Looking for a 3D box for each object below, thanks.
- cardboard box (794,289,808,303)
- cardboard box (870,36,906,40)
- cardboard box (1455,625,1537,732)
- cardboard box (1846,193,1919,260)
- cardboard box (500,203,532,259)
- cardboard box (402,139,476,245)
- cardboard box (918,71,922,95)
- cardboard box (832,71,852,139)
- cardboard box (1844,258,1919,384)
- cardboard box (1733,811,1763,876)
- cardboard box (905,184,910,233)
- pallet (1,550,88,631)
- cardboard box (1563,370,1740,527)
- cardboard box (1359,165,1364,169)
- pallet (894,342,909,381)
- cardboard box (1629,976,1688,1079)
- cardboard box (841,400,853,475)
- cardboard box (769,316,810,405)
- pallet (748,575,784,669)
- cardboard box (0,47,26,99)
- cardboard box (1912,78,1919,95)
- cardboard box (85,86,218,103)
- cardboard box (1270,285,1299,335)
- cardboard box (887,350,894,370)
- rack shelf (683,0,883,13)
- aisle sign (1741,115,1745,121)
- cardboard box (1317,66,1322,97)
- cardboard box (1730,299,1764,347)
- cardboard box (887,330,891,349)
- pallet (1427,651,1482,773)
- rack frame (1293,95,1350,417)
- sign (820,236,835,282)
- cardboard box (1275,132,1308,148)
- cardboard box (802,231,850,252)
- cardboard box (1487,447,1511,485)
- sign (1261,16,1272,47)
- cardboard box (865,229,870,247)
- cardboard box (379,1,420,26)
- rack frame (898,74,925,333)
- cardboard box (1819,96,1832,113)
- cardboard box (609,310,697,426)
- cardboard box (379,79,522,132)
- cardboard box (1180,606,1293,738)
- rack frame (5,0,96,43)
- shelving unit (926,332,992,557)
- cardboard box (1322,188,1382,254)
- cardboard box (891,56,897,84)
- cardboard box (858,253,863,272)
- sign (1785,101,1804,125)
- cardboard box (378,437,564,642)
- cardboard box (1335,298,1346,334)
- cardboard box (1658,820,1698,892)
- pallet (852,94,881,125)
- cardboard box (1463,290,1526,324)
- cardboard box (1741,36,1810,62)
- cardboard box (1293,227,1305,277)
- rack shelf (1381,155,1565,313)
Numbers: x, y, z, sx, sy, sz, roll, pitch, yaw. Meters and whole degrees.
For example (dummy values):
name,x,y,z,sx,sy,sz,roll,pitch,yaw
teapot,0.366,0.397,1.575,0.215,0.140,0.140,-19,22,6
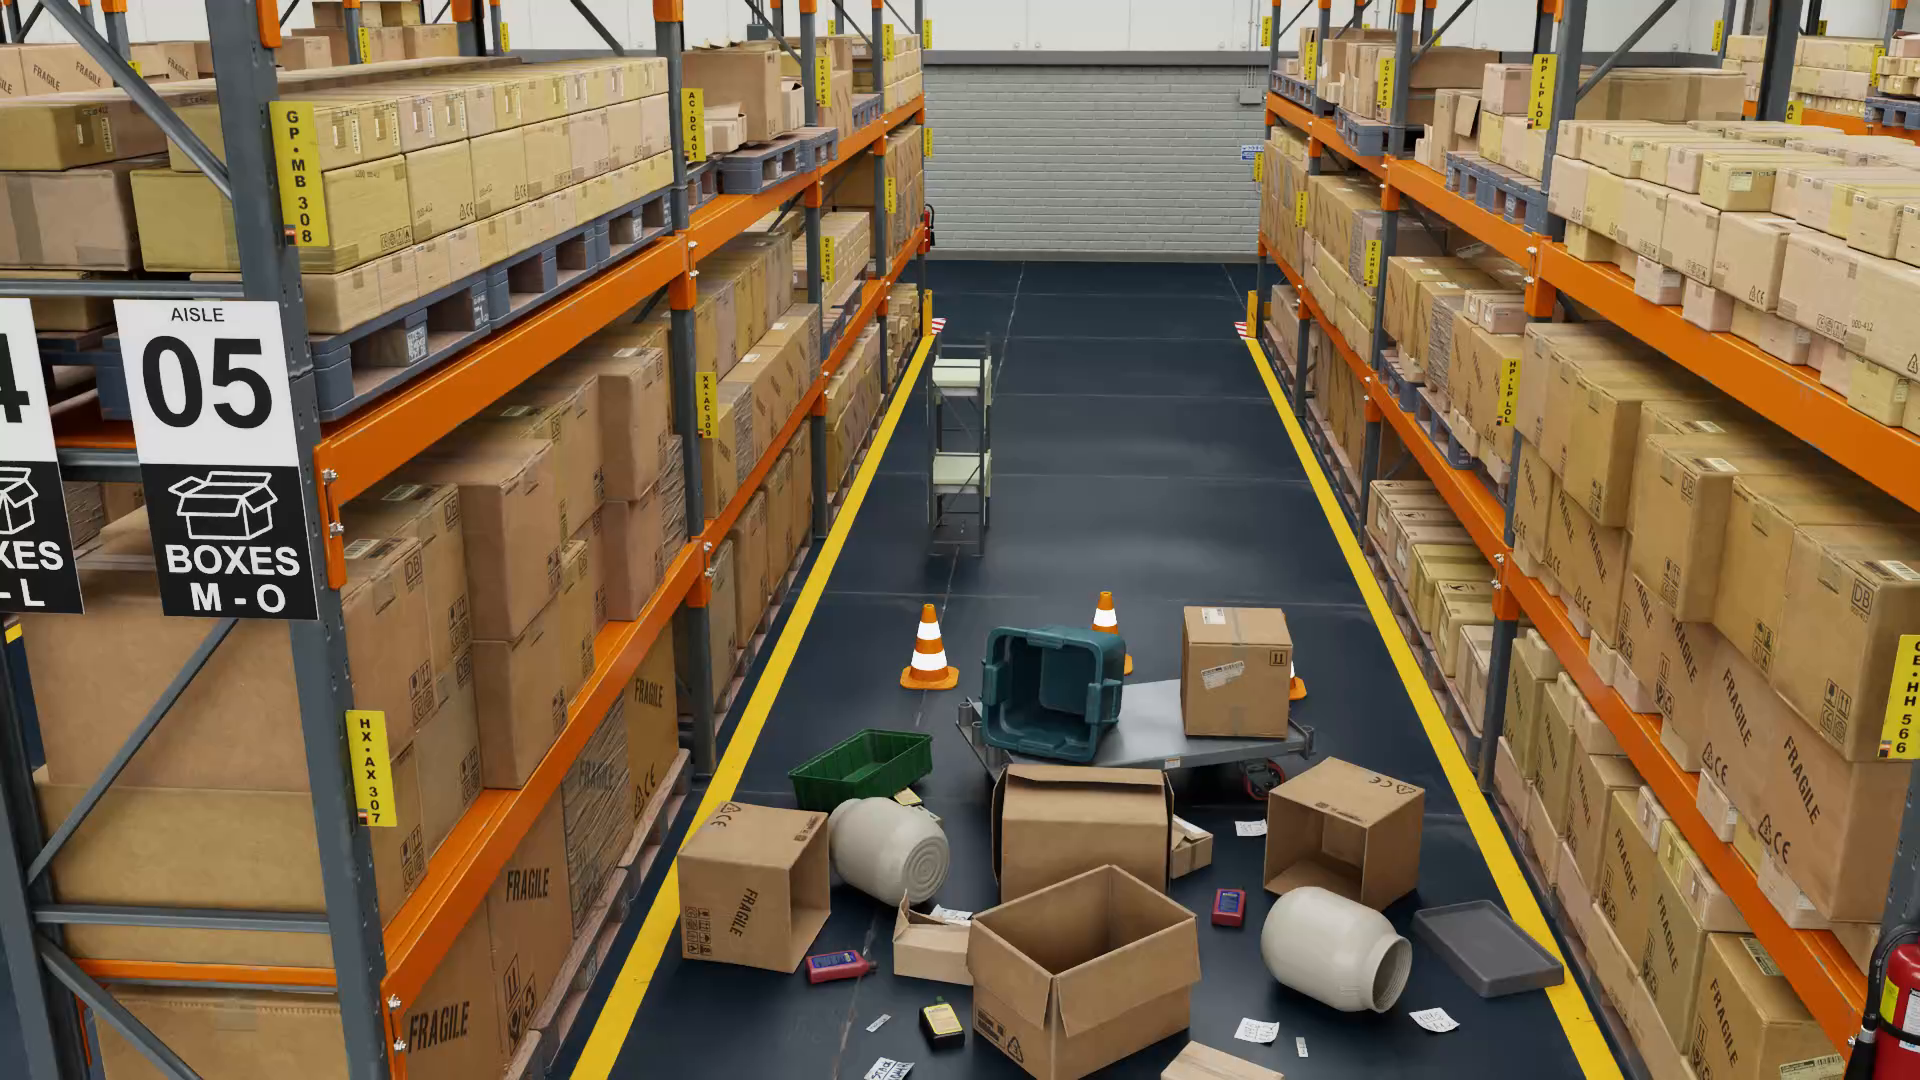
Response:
name,x,y,z,sx,sy,sz,roll,pitch,yaw
cardboard box,-1.261,-1.827,12.431,0.380,0.149,0.250,2,18,6
cardboard box,-0.776,-5.299,17.759,0.380,0.149,0.250,1,18,3
cardboard box,3.197,0.748,8.868,0.950,0.372,0.625,2,18,5
cardboard box,2.661,-0.851,4.509,0.380,0.149,0.250,1,18,3
cardboard box,-1.635,-1.019,5.467,0.380,0.149,0.250,1,18,4
cardboard box,-1.744,-1.019,4.827,0.500,0.250,0.500,1,18,3
cardboard box,-0.691,-5.151,18.750,0.500,0.250,0.500,1,18,3
cardboard box,-1.130,-3.415,13.049,0.500,0.500,0.500,1,18,4
cardboard box,2.643,-0.556,4.249,0.500,0.250,0.500,1,18,3
cardboard box,2.635,0.942,5.133,0.380,0.149,0.250,1,18,3
cardboard box,-0.813,-3.515,17.696,0.500,0.500,0.500,2,18,7
pallet,-6.584,0.344,11.034,1.003,0.211,1.213,1,18,4
cardboard box,2.792,-0.357,6.450,0.700,0.500,0.500,1,18,3
cardboard box,4.019,-3.626,15.863,0.380,0.149,0.250,2,18,5
pallet,-1.112,-1.966,18.084,1.003,0.211,1.213,1,18,4
cardboard box,2.709,1.794,5.873,0.500,0.250,0.500,1,18,4
cardboard box,-1.159,-0.841,13.513,0.500,0.500,0.500,1,18,5
cardboard box,-1.298,-1.206,11.126,0.500,0.500,0.500,1,18,4
pallet,-1.718,0.487,10.598,1.003,0.211,1.213,1,18,4
cardboard box,-6.298,-2.845,10.509,0.500,0.500,0.500,2,18,5
cardboard box,8.295,-3.822,14.020,0.380,0.149,0.250,1,18,4
cardboard box,-2.329,-1.257,4.911,0.380,0.149,0.250,2,18,5
cardboard box,4.074,-2.640,19.102,0.875,0.438,0.875,1,18,2
cardboard box,-0.864,-1.793,16.505,0.380,0.149,0.250,2,18,6
rack shelf,-1.353,-4.400,13.196,1.077,0.370,4.000,1,18,4
aisle sign,8.685,-5.018,18.746,0.394,0.787,0.004,1,18,4
cardboard box,3.350,-4.036,14.648,0.396,0.266,0.258,1,18,3
cardboard box,2.741,-0.716,5.377,0.380,0.149,0.250,1,18,2
cardboard box,-0.899,-2.016,16.706,0.380,0.149,0.250,2,18,7
pallet,3.216,0.945,9.199,1.003,0.211,1.213,1,18,4
rack frame,3.735,-2.623,15.610,1.000,3.000,0.127,1,18,4
sign,-0.942,-1.998,11.845,0.100,0.325,0.005,1,18,4
cardboard box,3.639,-4.348,18.069,0.380,0.149,0.250,1,18,2
cardboard box,-1.138,-2.531,14.103,0.380,0.149,0.250,0,18,1
cardboard box,2.923,-0.384,8.507,0.380,0.149,0.250,2,18,5
sign,3.469,-5.758,18.829,0.100,0.325,0.005,1,18,4
cardboard box,-1.041,-2.795,15.388,0.380,0.149,0.250,2,18,6
cardboard box,-6.018,-5.535,17.482,0.500,0.250,0.500,1,18,2
rack frame,-0.923,-3.944,19.642,1.000,3.000,0.127,1,18,4
cardboard box,8.488,-4.173,15.926,0.380,0.149,0.250,1,18,4
cardboard box,-1.753,-0.894,8.568,0.700,0.500,0.500,1,18,3
cardboard box,-1.636,-1.398,5.343,0.380,0.149,0.250,1,18,3
cardboard box,1.384,0.660,8.391,0.500,0.500,0.500,1,18,4
rack frame,-10.803,-7.048,19.479,1.000,3.000,0.127,1,18,4
shelving unit,0.000,-0.711,12.183,0.431,1.500,0.755,1,18,4
cardboard box,3.369,-2.701,14.082,0.500,0.500,0.500,1,18,3
cardboard box,-0.895,-4.592,16.241,0.500,0.250,0.500,1,18,4
cardboard box,-1.078,-2.496,14.953,0.380,0.149,0.250,1,18,4
sign,3.703,-1.799,7.450,0.100,0.325,0.005,1,18,4
cardboard box,-1.881,-0.017,5.684,0.875,0.550,0.550,1,18,4
cardboard box,3.299,-1.787,13.300,0.500,0.250,0.500,1,18,3
cardboard box,2.653,1.099,5.748,0.380,0.149,0.250,2,18,5
pallet,-1.360,-3.849,14.835,1.213,0.211,1.003,1,18,4
cardboard box,3.002,-1.283,9.167,0.380,0.149,0.250,1,18,2
cardboard box,8.635,-5.199,17.614,0.500,0.250,0.500,1,18,4
cardboard box,3.513,-2.820,16.051,0.500,0.500,0.500,1,18,4
rack shelf,3.305,-1.843,9.568,1.077,0.370,4.000,1,18,4
